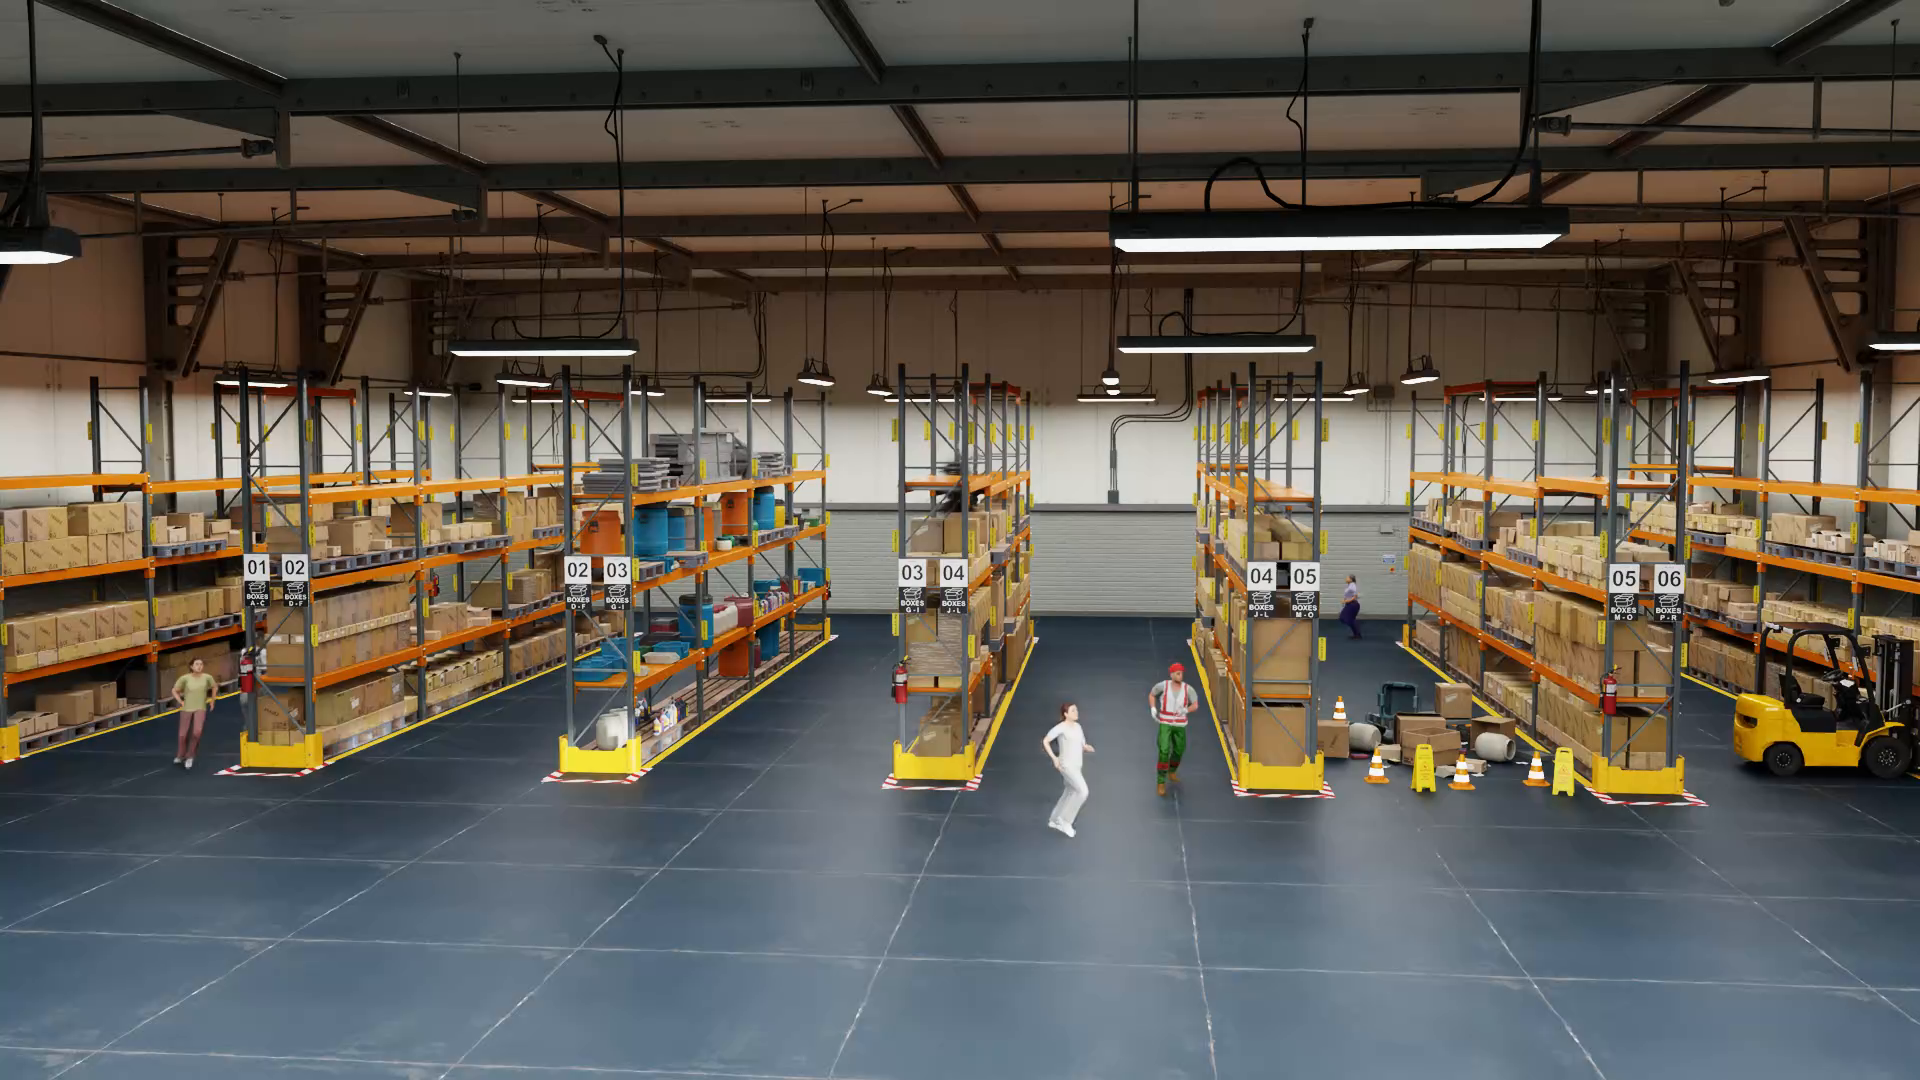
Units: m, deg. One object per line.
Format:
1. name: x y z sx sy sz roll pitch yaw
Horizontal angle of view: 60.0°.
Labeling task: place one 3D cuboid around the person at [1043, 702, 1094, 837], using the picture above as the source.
1. person: 1.375 2.839 20.665 0.681 1.668 0.536 3 5 36

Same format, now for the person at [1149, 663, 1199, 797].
1. person: 3.012 2.609 23.301 0.670 1.789 0.986 0 4 -2

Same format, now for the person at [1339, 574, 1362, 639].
1. person: 9.514 1.659 40.455 0.563 1.503 0.560 0 4 4

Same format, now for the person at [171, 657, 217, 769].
1. person: -11.509 2.582 25.023 0.639 1.661 0.662 -2 4 -25

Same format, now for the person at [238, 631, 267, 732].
1. person: -11.801 2.378 27.776 0.576 1.749 0.732 0 4 -6
